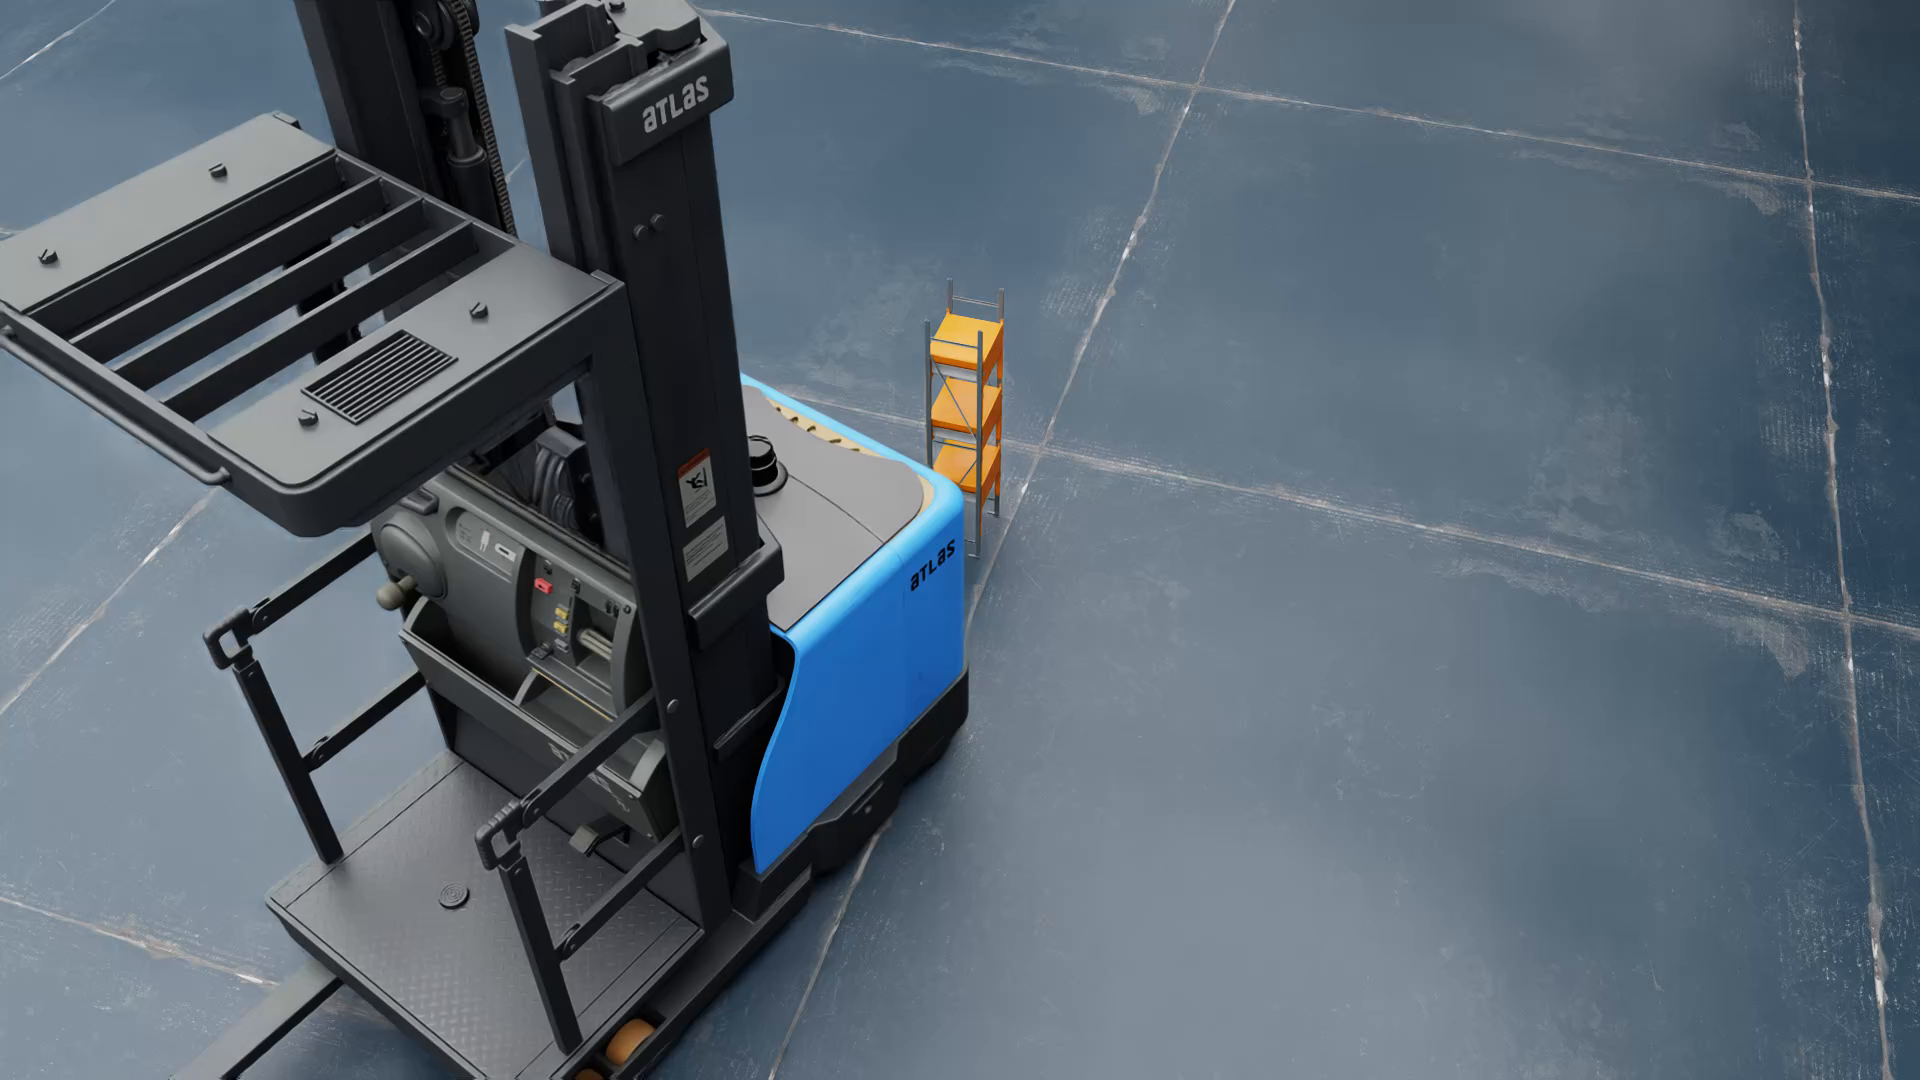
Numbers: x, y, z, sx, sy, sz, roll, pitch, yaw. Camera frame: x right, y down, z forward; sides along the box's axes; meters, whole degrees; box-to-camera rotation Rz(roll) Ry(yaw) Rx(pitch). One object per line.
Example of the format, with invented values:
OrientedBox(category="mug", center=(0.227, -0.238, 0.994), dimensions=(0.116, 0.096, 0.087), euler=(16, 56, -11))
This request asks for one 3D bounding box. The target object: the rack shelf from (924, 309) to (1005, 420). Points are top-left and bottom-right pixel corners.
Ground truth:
OrientedBox(category="rack shelf", center=(0.016, -0.606, 5.728), dimensions=(0.215, 0.259, 0.240), euler=(13, 46, 12))

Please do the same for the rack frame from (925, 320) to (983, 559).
OrientedBox(category="rack frame", center=(-0.021, -0.330, 5.836), dimensions=(0.200, 1.050, 0.008), euler=(13, 46, 12))

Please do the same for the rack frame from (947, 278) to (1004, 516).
OrientedBox(category="rack frame", center=(0.053, -0.492, 6.002), dimensions=(0.200, 1.050, 0.008), euler=(13, 46, 12))

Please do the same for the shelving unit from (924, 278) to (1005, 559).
OrientedBox(category="shelving unit", center=(0.016, -0.411, 5.919), dimensions=(0.215, 1.050, 0.252), euler=(13, 46, 12))

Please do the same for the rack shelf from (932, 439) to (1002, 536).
OrientedBox(category="rack shelf", center=(0.016, -0.205, 6.121), dimensions=(0.215, 0.259, 0.240), euler=(13, 46, 12))

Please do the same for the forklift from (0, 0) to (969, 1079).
OrientedBox(category="forklift", center=(-1.260, 0.183, 3.968), dimensions=(1.130, 2.935, 3.031), euler=(28, 51, 25))

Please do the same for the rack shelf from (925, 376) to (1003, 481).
OrientedBox(category="rack shelf", center=(0.016, -0.403, 5.927), dimensions=(0.215, 0.259, 0.240), euler=(13, 46, 12))
